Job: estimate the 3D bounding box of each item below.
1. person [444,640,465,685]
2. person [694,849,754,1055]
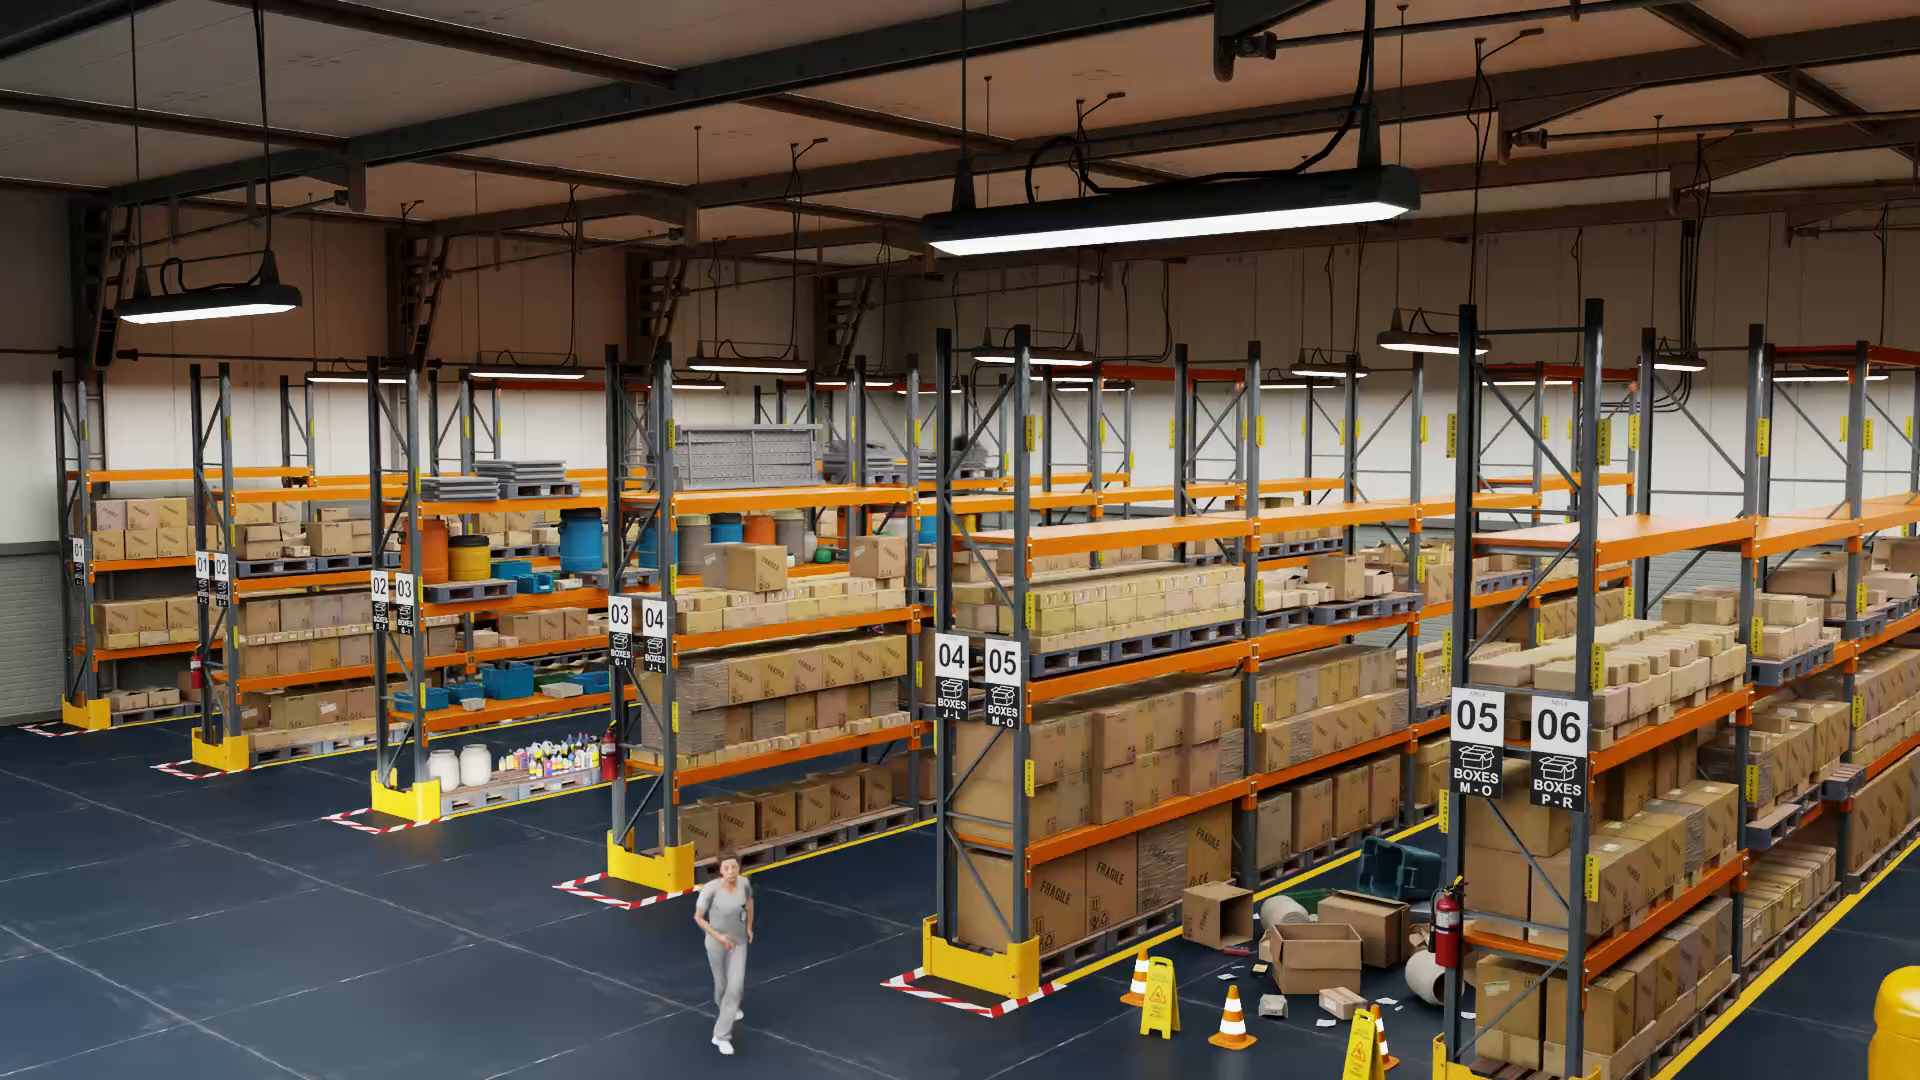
[{"bbox_3d":[-9.135,2.277,29.832,0.555,1.551,0.757,0,4,0],"label":"person"},{"bbox_3d":[-1.962,3.343,13.803,0.541,1.636,0.844,-1,4,-20],"label":"person"}]
